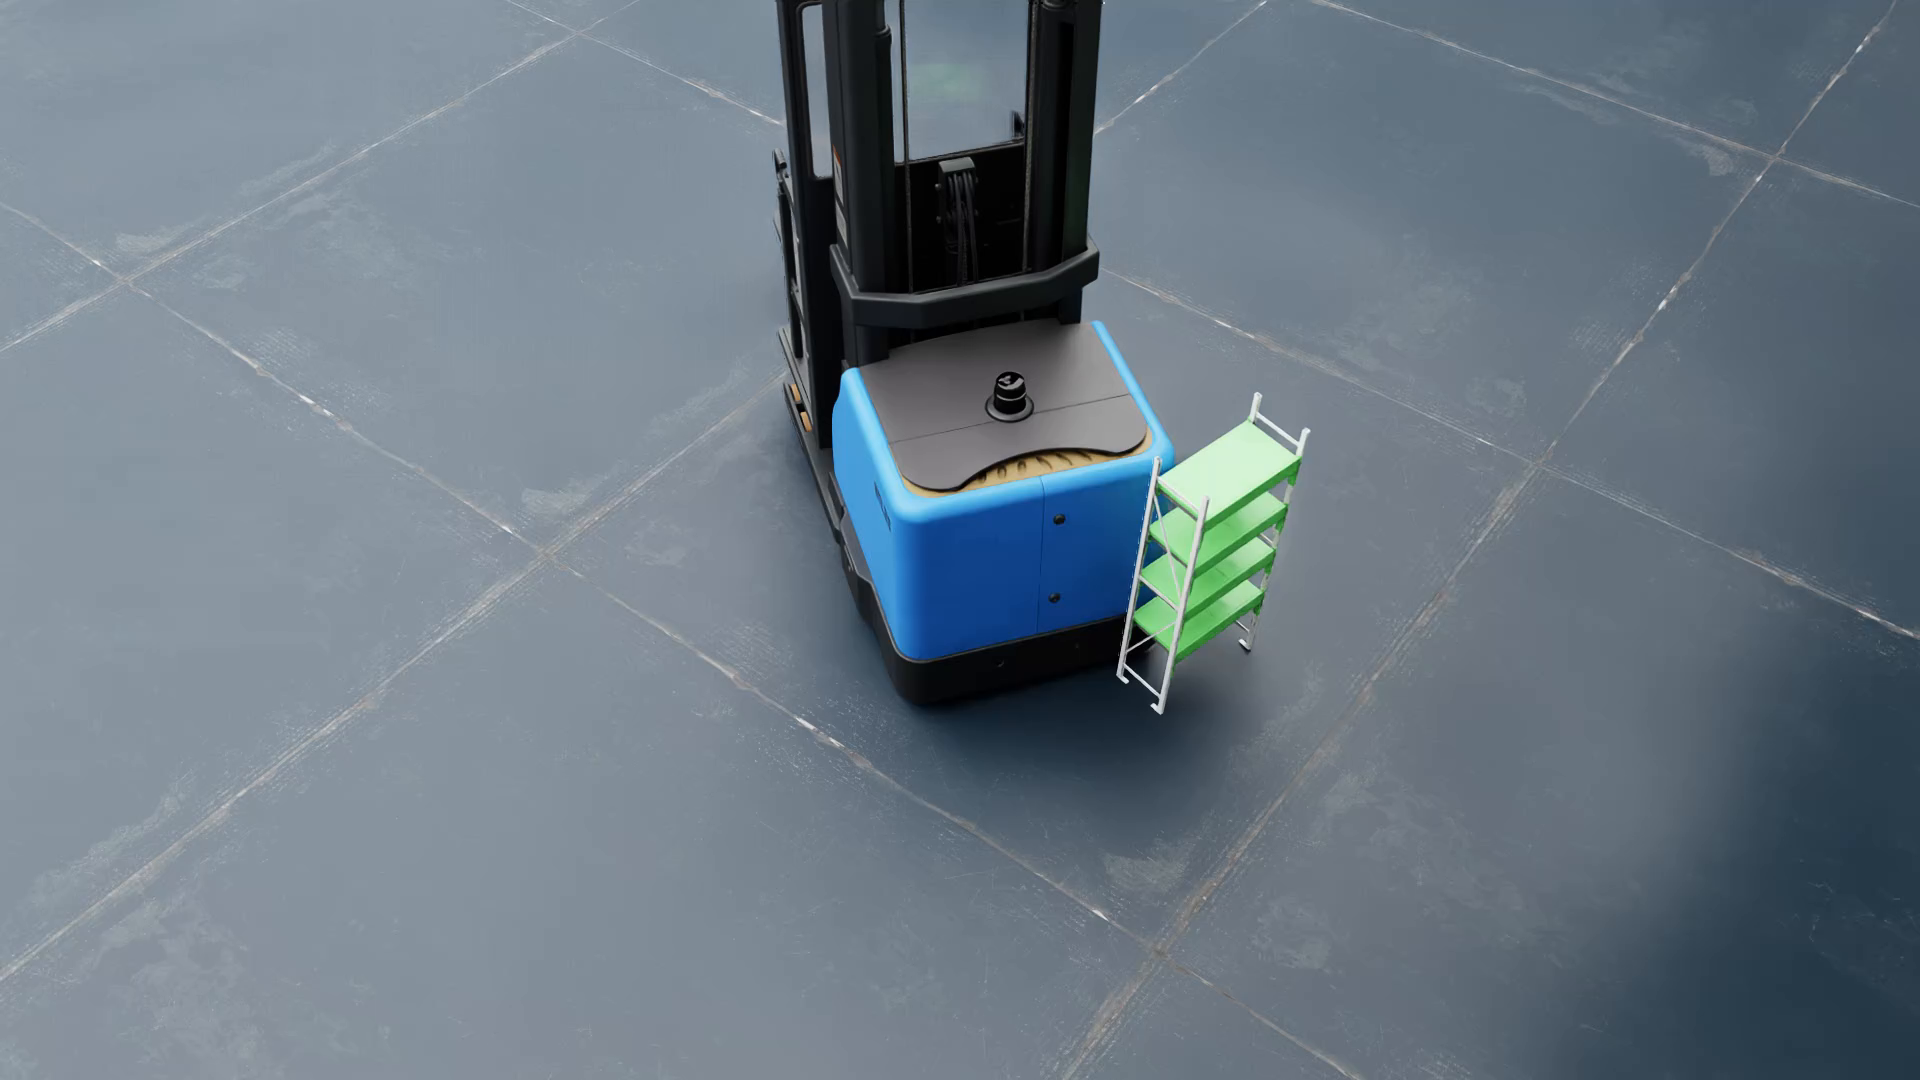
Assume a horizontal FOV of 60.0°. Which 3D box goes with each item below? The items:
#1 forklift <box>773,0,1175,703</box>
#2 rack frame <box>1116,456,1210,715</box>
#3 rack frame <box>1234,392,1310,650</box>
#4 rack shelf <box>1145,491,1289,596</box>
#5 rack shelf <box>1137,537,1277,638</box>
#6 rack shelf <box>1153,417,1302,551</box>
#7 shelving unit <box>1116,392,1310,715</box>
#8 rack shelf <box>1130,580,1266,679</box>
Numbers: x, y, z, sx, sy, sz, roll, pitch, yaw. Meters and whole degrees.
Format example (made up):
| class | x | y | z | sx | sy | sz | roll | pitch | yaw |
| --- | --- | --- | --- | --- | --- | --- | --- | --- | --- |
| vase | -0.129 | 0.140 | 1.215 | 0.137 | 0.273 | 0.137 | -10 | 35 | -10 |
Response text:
| class | x | y | z | sx | sy | sz | roll | pitch | yaw |
| --- | --- | --- | --- | --- | --- | --- | --- | --- | --- |
| forklift | -0.149 | -1.489 | 6.310 | 1.130 | 2.935 | 3.031 | -12 | 48 | -12 |
| rack frame | 0.707 | 0.192 | 5.892 | 0.015 | 1.200 | 0.240 | -32 | 57 | -27 |
| rack frame | 1.076 | -0.039 | 6.112 | 0.015 | 1.200 | 0.240 | -32 | 57 | -27 |
| rack shelf | 0.898 | -0.040 | 5.870 | 0.480 | 0.148 | 0.258 | -32 | 57 | -27 |
| rack shelf | 0.889 | 0.119 | 6.050 | 0.480 | 0.148 | 0.258 | -32 | 57 | -27 |
| rack shelf | 0.906 | -0.198 | 5.690 | 0.480 | 0.148 | 0.258 | -32 | 57 | -27 |
| shelving unit | 0.891 | 0.077 | 6.002 | 0.503 | 1.200 | 0.258 | -32 | 57 | -27 |
| rack shelf | 0.881 | 0.277 | 6.230 | 0.480 | 0.148 | 0.258 | -32 | 57 | -27 |
